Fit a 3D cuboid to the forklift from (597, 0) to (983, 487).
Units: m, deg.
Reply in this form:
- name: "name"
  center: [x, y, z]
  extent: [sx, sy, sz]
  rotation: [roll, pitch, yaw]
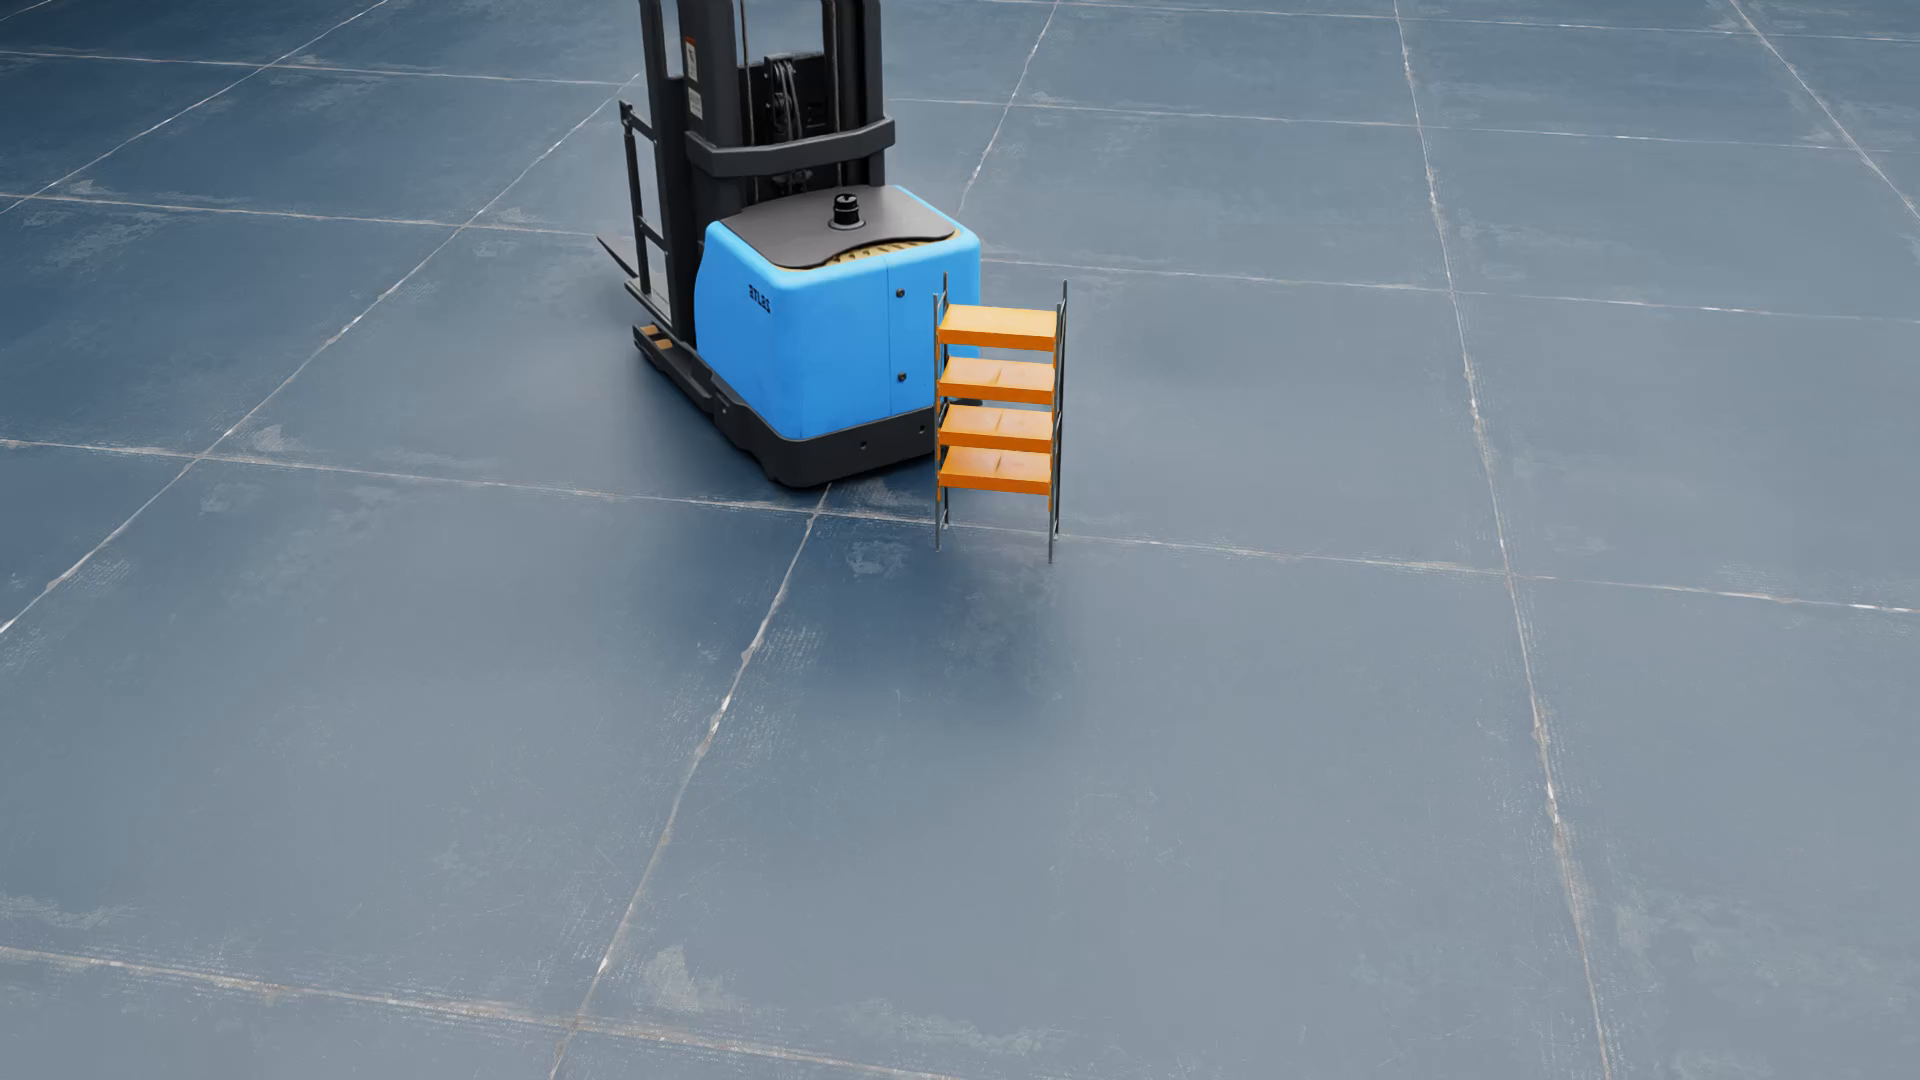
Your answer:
- name: "forklift"
  center: [-1.066, -2.231, 8.052]
  extent: [1.130, 2.935, 3.031]
  rotation: [-17, 36, -25]

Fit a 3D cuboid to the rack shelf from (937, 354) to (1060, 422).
- name: "rack shelf"
  center: [0.163, -0.626, 6.825]
  extent: [0.480, 0.148, 0.258]
  rotation: [5, 32, 8]

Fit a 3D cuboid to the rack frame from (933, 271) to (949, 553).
- name: "rack frame"
  center: [-0.077, -0.516, 6.943]
  extent: [0.015, 1.200, 0.240]
  rotation: [5, 32, 8]

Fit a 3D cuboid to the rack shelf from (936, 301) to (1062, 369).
- name: "rack shelf"
  center: [0.163, -0.827, 6.700]
  extent: [0.480, 0.148, 0.258]
  rotation: [5, 32, 8]

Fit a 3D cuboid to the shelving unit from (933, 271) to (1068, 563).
- name: "shelving unit"
  center: [0.163, -0.494, 6.908]
  extent: [0.503, 1.200, 0.258]
  rotation: [5, 32, 8]

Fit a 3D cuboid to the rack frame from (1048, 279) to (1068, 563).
- name: "rack frame"
  center: [0.404, -0.472, 6.873]
  extent: [0.015, 1.200, 0.240]
  rotation: [5, 32, 8]

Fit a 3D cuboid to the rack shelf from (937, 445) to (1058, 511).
- name: "rack shelf"
  center: [0.163, -0.268, 7.049]
  extent: [0.480, 0.148, 0.258]
  rotation: [5, 32, 8]

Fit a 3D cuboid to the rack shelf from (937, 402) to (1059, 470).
- name: "rack shelf"
  center: [0.163, -0.437, 6.944]
  extent: [0.480, 0.148, 0.258]
  rotation: [5, 32, 8]
